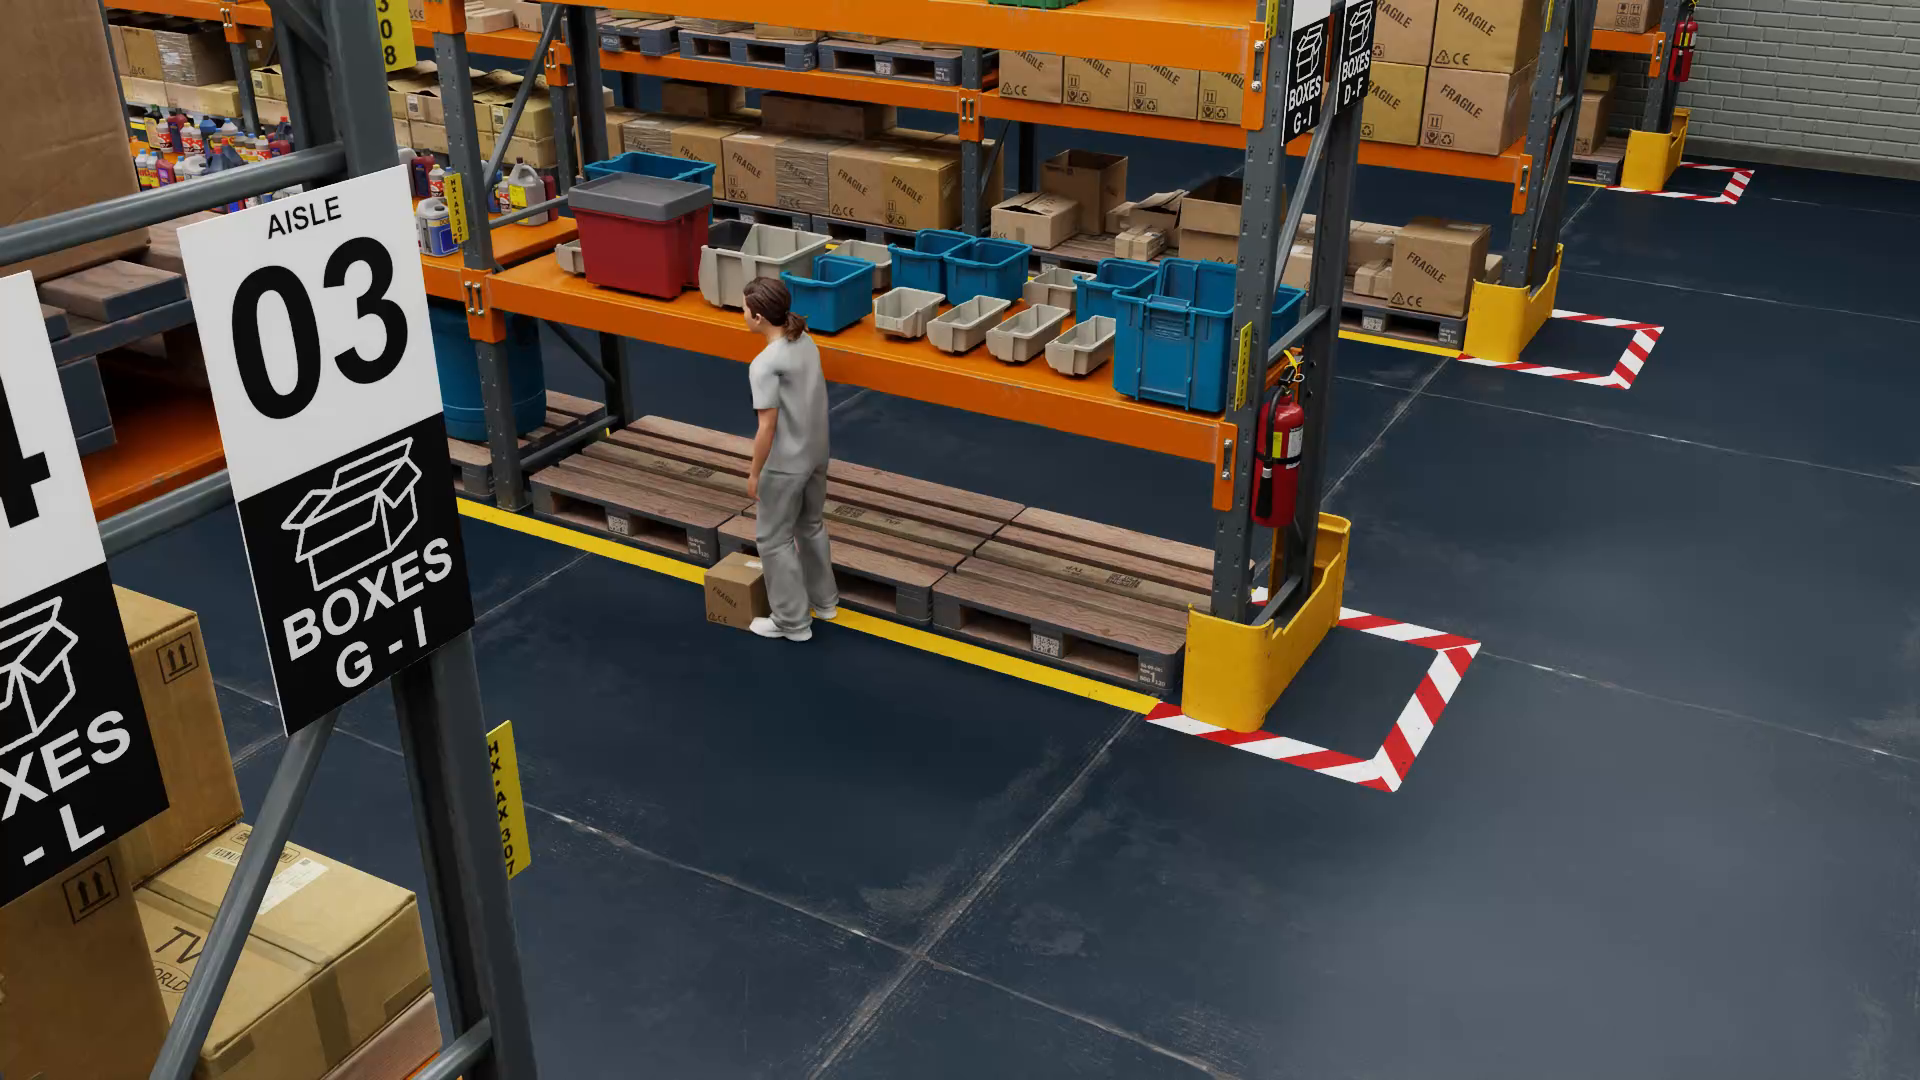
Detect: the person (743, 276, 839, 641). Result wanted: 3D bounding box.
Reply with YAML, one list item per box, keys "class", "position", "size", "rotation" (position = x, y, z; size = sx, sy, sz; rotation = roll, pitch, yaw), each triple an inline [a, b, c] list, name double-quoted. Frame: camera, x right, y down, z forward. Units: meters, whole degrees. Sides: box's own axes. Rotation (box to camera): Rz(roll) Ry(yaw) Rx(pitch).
- class: "person"
  position: [-0.756, -0.350, 7.315]
  size: [0.354, 1.673, 0.507]
  rotation: [13, 30, 24]
